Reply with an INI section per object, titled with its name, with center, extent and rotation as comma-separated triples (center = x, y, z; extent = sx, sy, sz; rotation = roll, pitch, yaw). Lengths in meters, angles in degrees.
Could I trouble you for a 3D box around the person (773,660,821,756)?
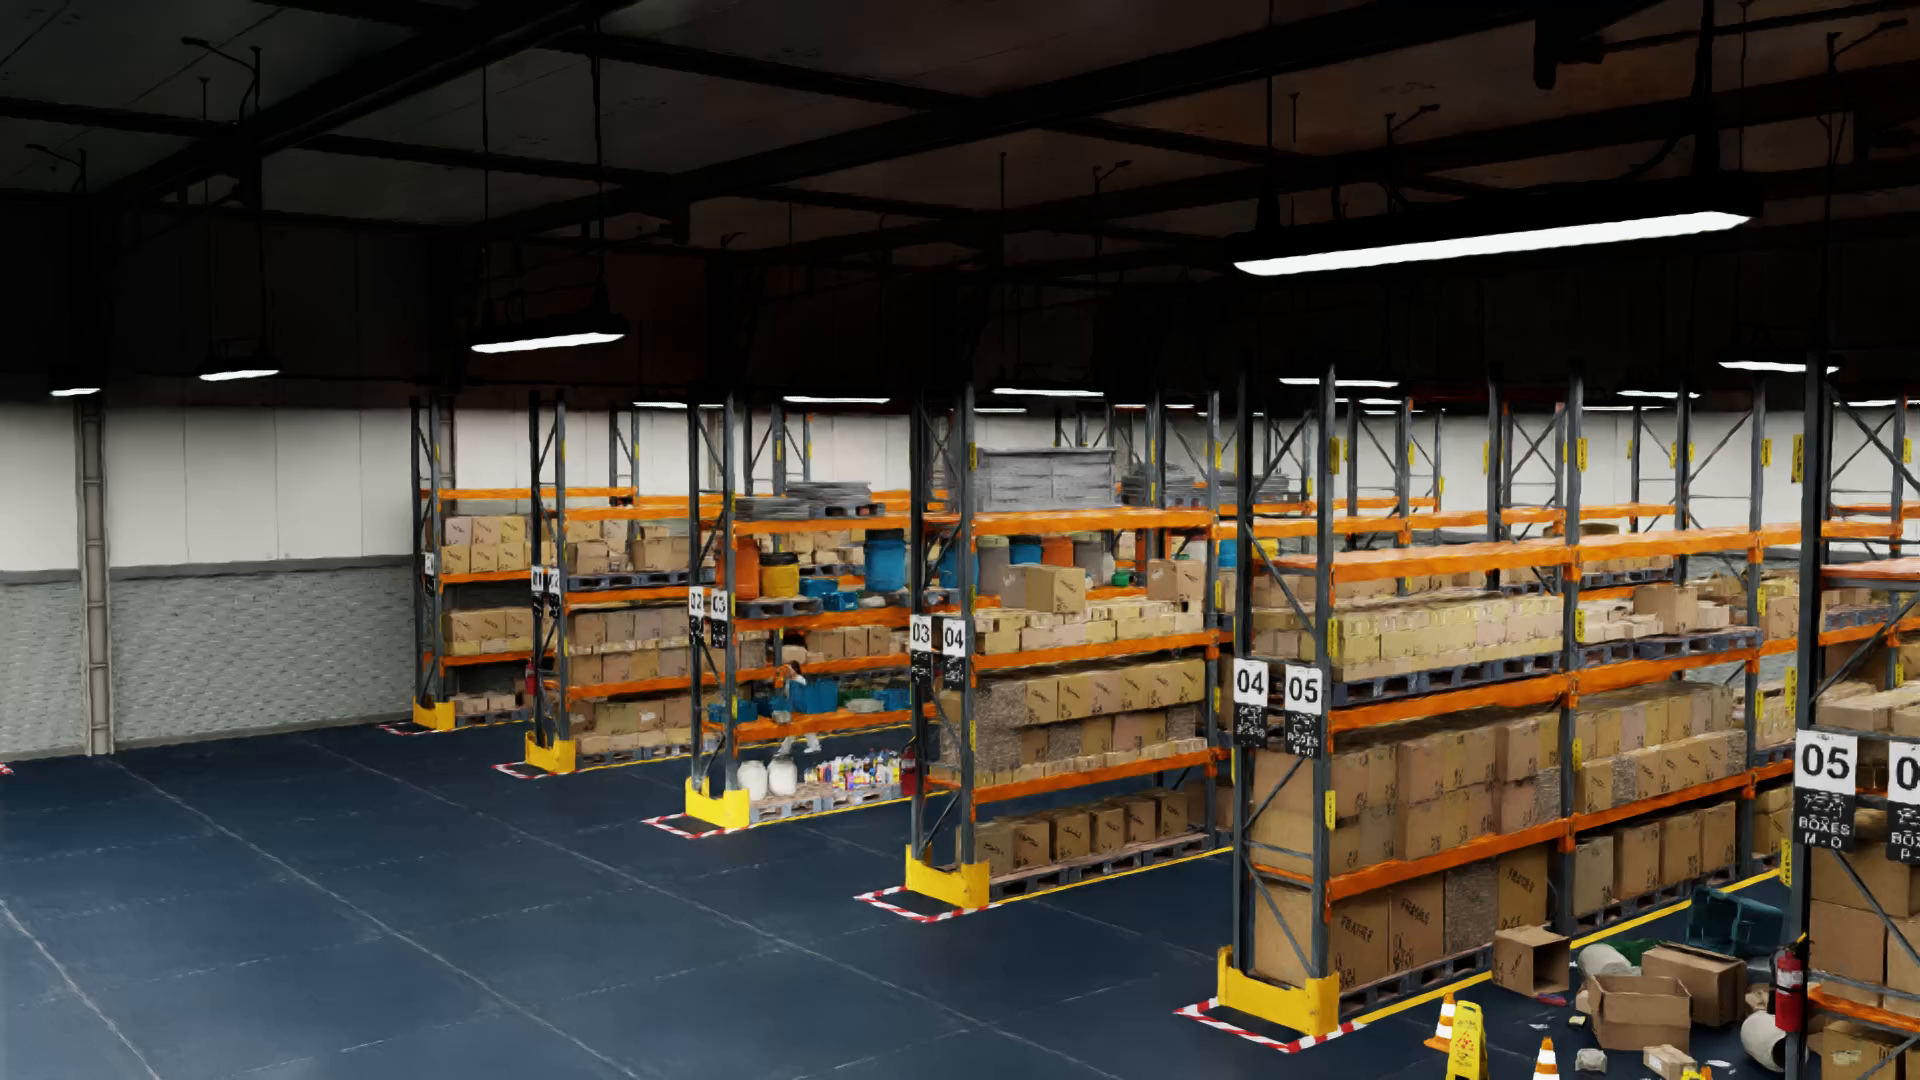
[person]
center = -2.704, 2.746, 27.163
extent = 1.099, 1.584, 0.449
rotation = -3, 5, -42
